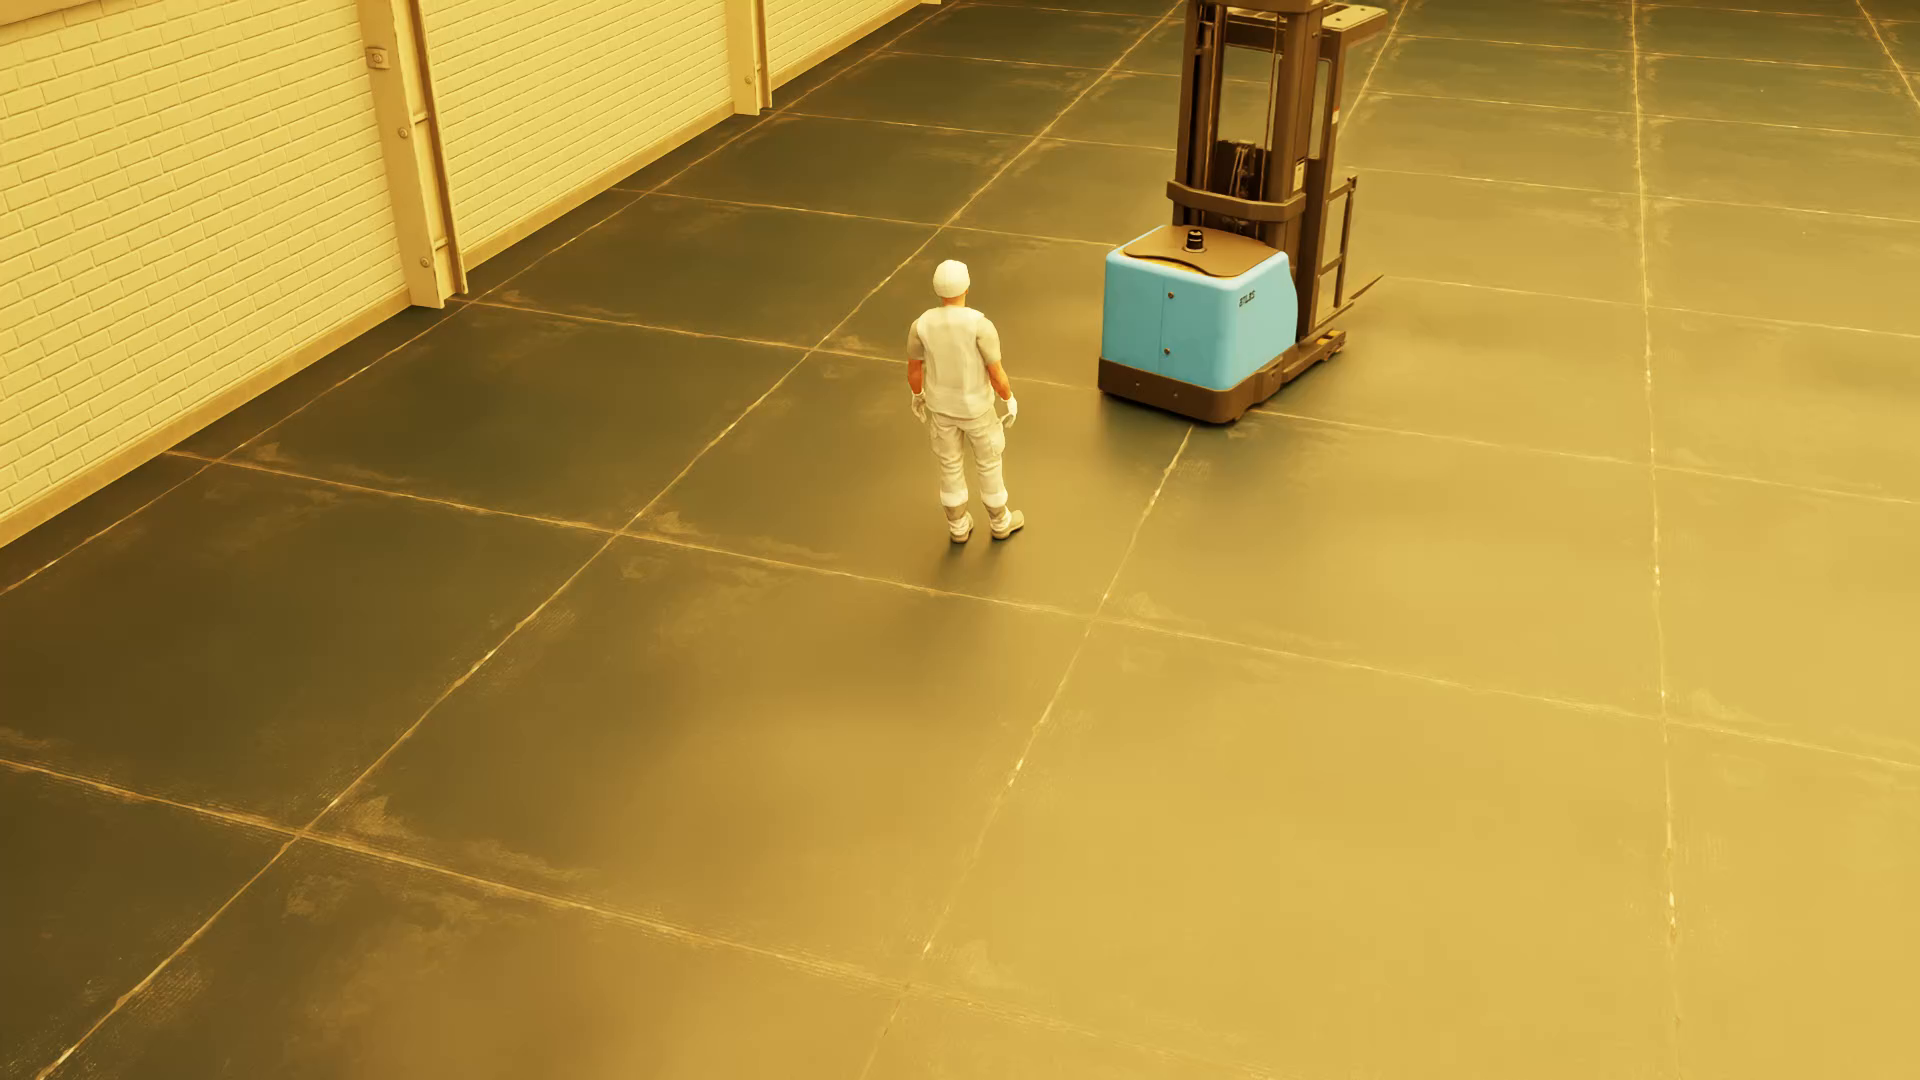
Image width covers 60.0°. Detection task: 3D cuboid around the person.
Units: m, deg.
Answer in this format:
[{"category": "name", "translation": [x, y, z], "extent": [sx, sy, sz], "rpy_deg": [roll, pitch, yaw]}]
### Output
[{"category": "person", "translation": [0.038, -0.819, 9.711], "extent": [0.637, 1.787, 0.564], "rpy_deg": [10, 31, 16]}]

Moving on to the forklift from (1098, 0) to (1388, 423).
[{"category": "forklift", "translation": [2.263, -2.743, 11.949], "extent": [1.130, 2.935, 3.031], "rpy_deg": [20, 35, 31]}]
